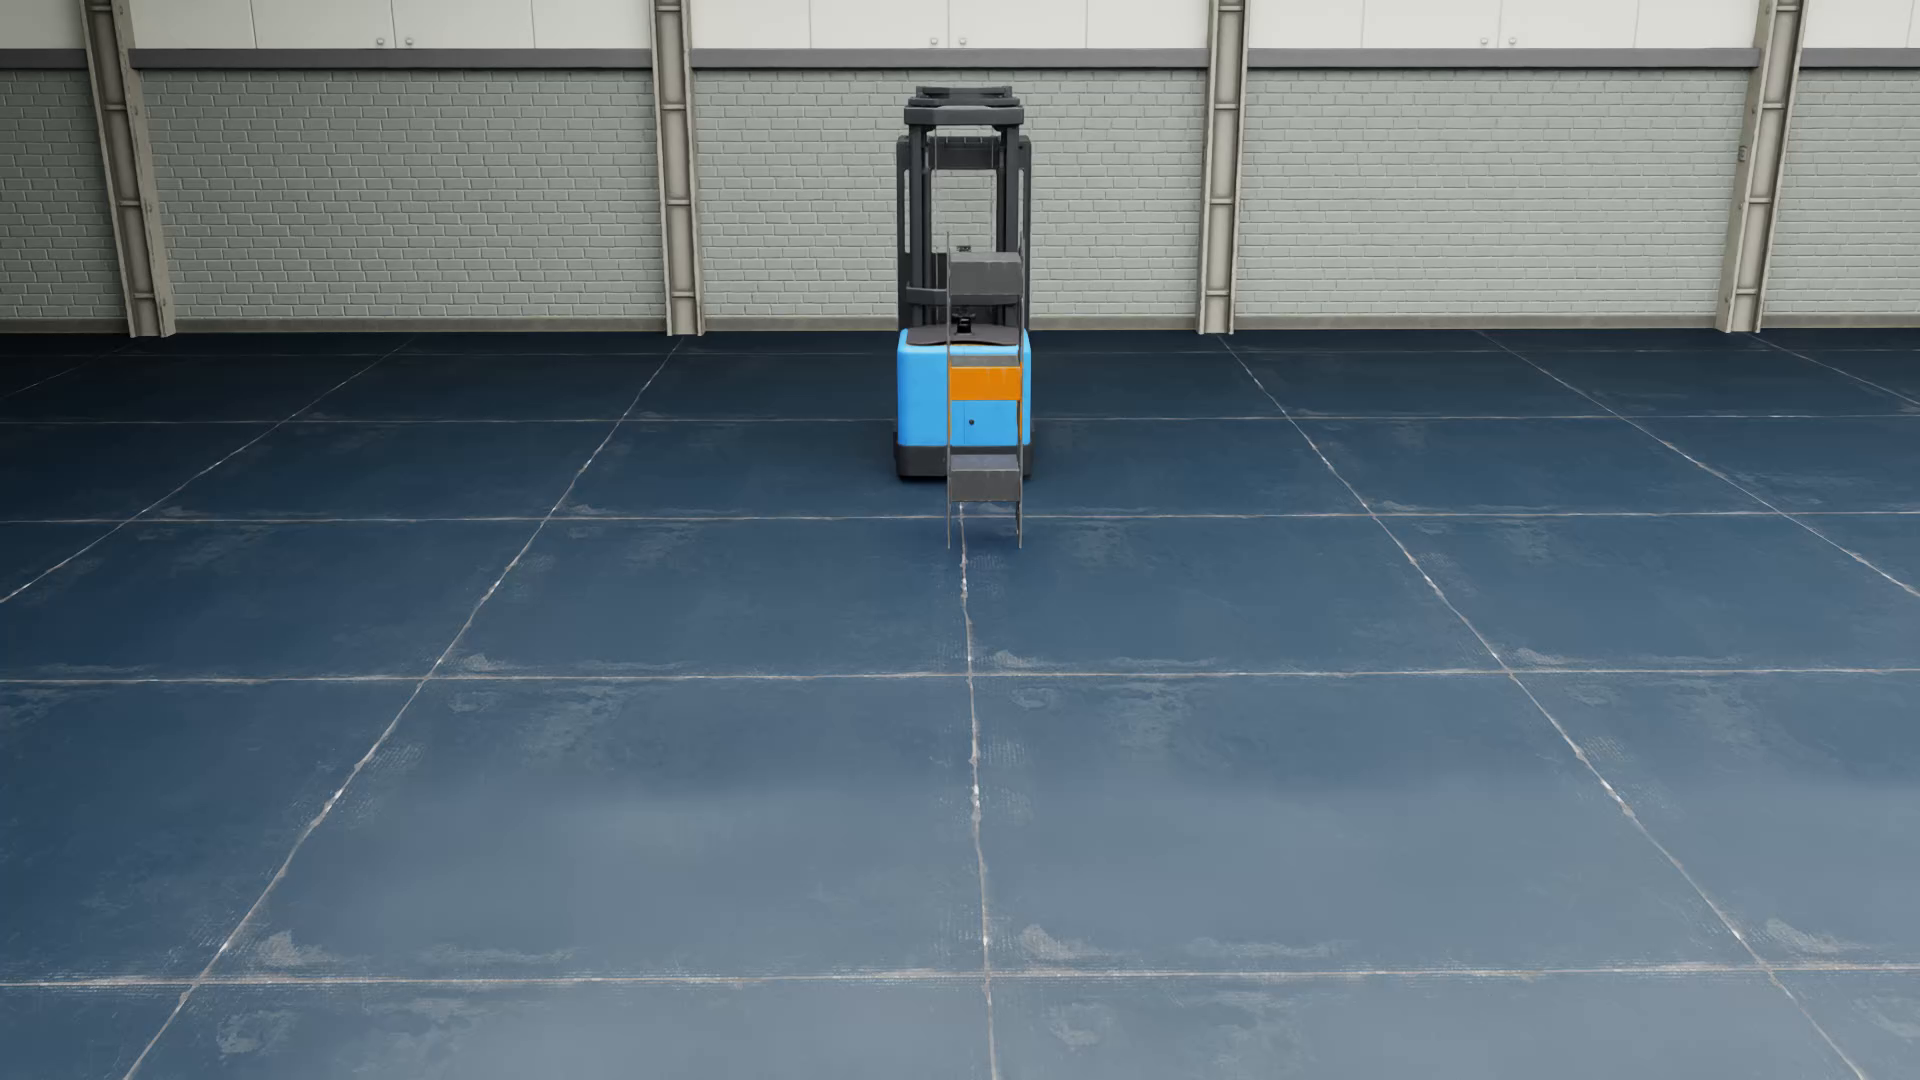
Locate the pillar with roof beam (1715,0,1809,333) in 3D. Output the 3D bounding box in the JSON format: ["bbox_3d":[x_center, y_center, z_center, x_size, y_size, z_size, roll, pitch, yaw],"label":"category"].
[{"bbox_3d":[8.963,-5.374,13.569,0.400,9.000,9.100,0,18,-1],"label":"pillar with roof beam"}]

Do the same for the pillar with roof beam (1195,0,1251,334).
[{"bbox_3d":[2.964,-5.345,13.479,0.400,9.000,9.100,0,18,-1],"label":"pillar with roof beam"}]

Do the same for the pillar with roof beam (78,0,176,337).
[{"bbox_3d":[-9.034,-5.288,13.299,0.400,9.000,9.100,0,18,-1],"label":"pillar with roof beam"}]

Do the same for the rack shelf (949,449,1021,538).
[{"bbox_3d":[0.166,-0.321,11.447,0.480,0.518,0.431,0,18,-1],"label":"rack shelf"}]

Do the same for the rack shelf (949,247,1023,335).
[{"bbox_3d":[0.166,-1.654,11.020,0.480,0.518,0.431,0,18,-1],"label":"rack shelf"}]

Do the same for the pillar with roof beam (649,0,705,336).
[{"bbox_3d":[-3.035,-5.317,13.389,0.400,9.000,9.100,0,18,-1],"label":"pillar with roof beam"}]

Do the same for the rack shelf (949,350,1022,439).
[{"bbox_3d":[0.166,-0.988,11.233,0.480,0.518,0.431,0,18,-1],"label":"rack shelf"}]

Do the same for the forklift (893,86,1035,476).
[{"bbox_3d":[0.030,-2.283,13.866,1.130,2.935,3.031,0,18,0],"label":"forklift"}]

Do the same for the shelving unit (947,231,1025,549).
[{"bbox_3d":[0.166,-1.001,11.229,0.503,2.100,0.431,0,18,-1],"label":"shelving unit"}]

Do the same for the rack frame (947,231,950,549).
[{"bbox_3d":[-0.078,-0.999,11.226,0.015,2.100,0.400,0,18,-1],"label":"rack frame"}]

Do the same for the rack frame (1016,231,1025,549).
[{"bbox_3d":[0.409,-1.002,11.233,0.015,2.100,0.400,0,18,-1],"label":"rack frame"}]
